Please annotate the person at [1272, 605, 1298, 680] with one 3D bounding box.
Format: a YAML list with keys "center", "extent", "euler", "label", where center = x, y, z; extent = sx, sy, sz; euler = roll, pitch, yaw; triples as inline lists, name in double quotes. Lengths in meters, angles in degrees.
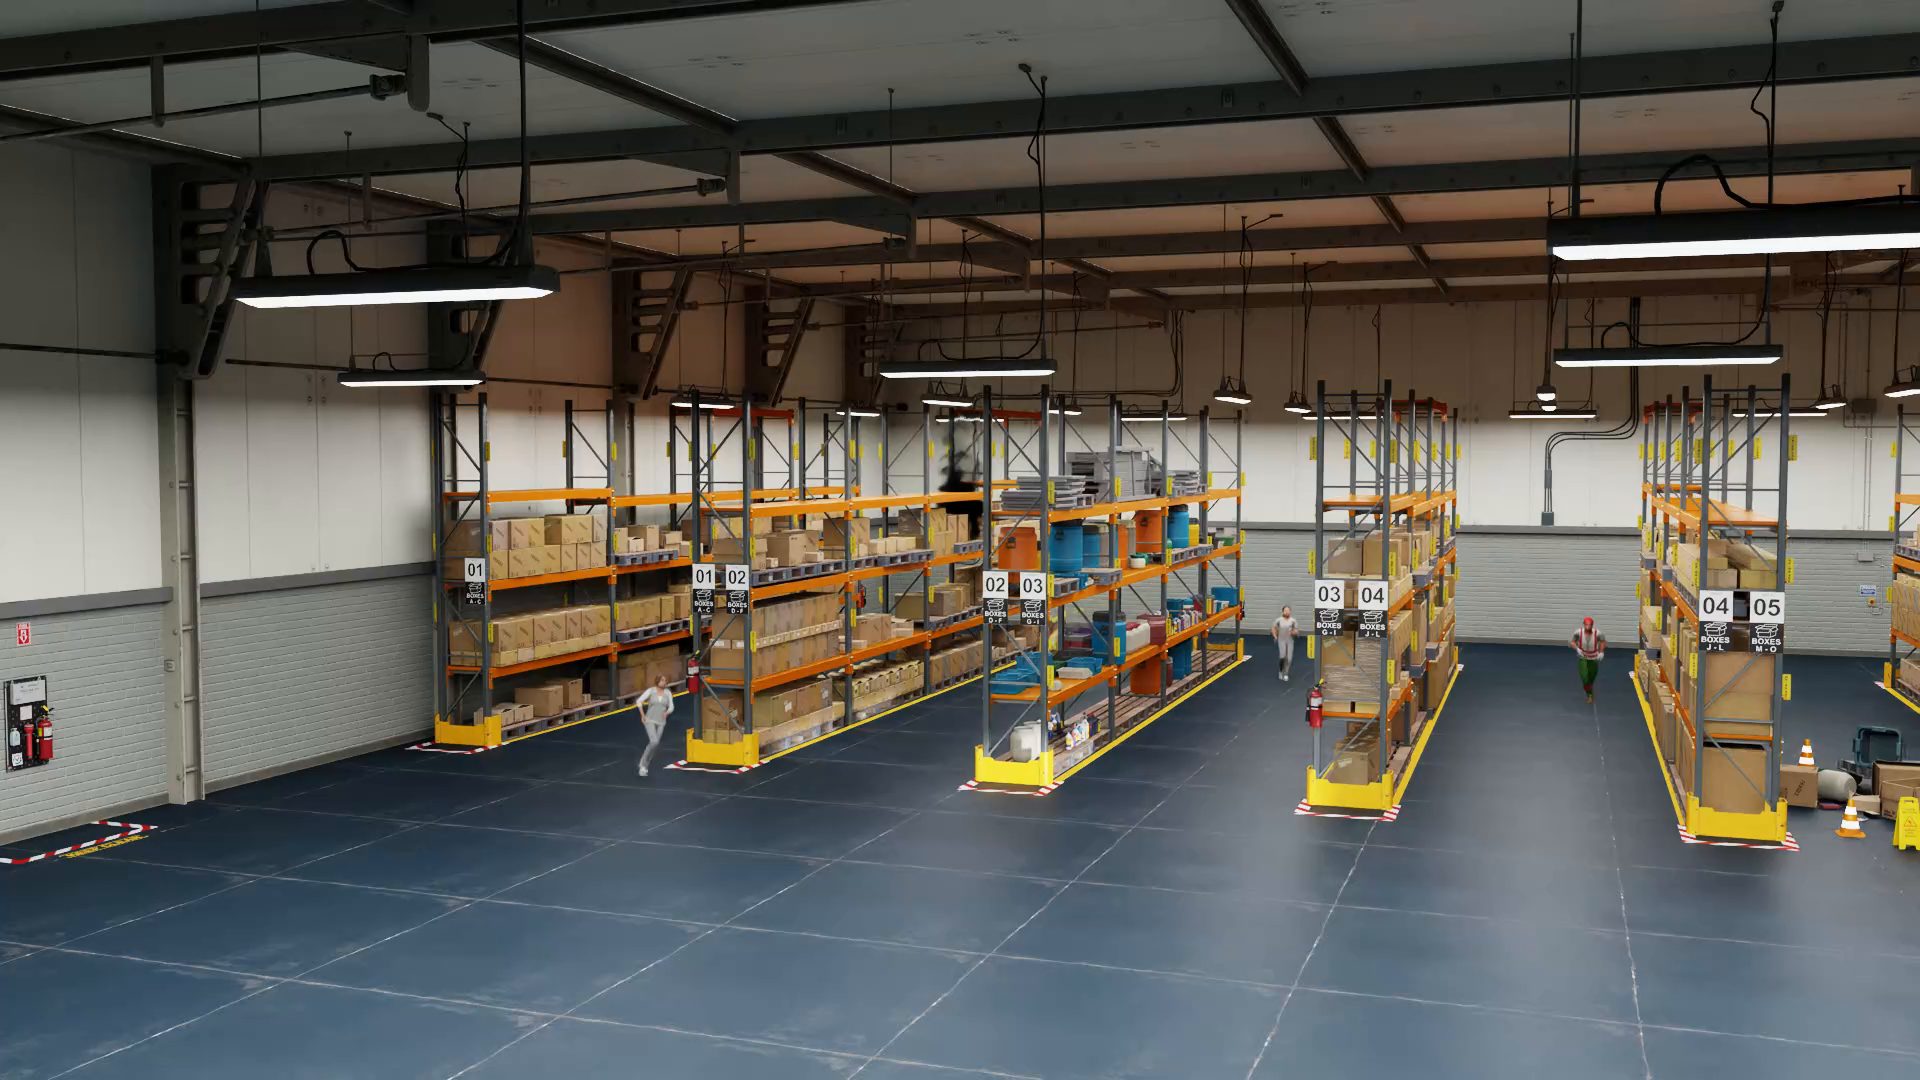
- center: [7.077, 2.241, 36.150]
  extent: [0.542, 1.633, 0.628]
  euler: [0, 3, 3]
  label: "person"

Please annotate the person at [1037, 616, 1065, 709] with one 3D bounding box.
- center: [1.770, 2.373, 32.596]
  extent: [0.697, 1.774, 0.893]
  euler: [1, 3, 26]
  label: "person"

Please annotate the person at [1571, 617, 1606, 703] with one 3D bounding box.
- center: [12.591, 2.389, 33.335]
  extent: [0.648, 1.735, 0.779]
  euler: [1, 3, 24]
  label: "person"

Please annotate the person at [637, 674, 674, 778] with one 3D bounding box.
- center: [-4.701, 2.852, 25.683]
  extent: [0.569, 1.574, 0.597]
  euler: [-2, 4, -33]
  label: "person"
